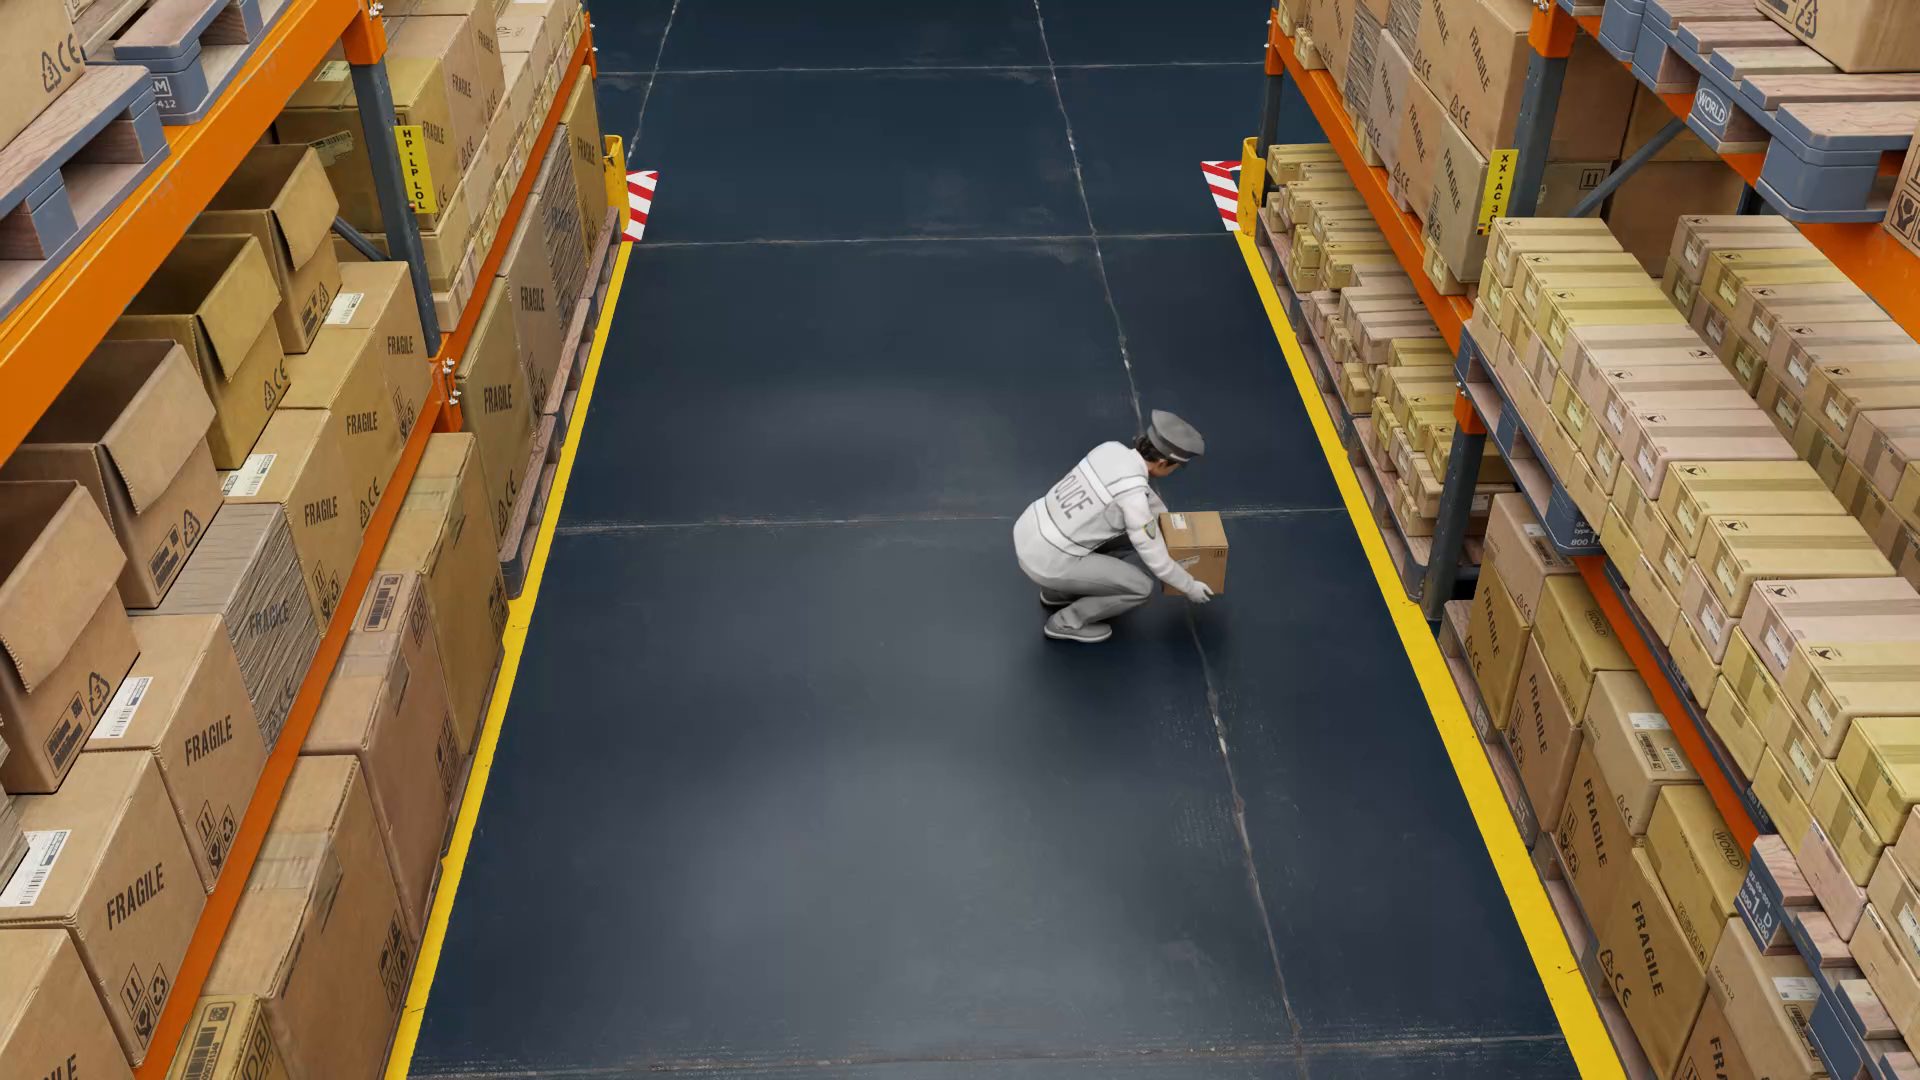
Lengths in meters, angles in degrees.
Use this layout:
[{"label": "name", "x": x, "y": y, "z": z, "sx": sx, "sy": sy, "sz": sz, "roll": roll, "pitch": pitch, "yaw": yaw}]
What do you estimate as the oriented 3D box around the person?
[{"label": "person", "x": 0.634, "y": -0.055, "z": 6.840, "sx": 0.822, "sy": 0.964, "sz": 0.503, "roll": -2, "pitch": 35, "yaw": -2}]
